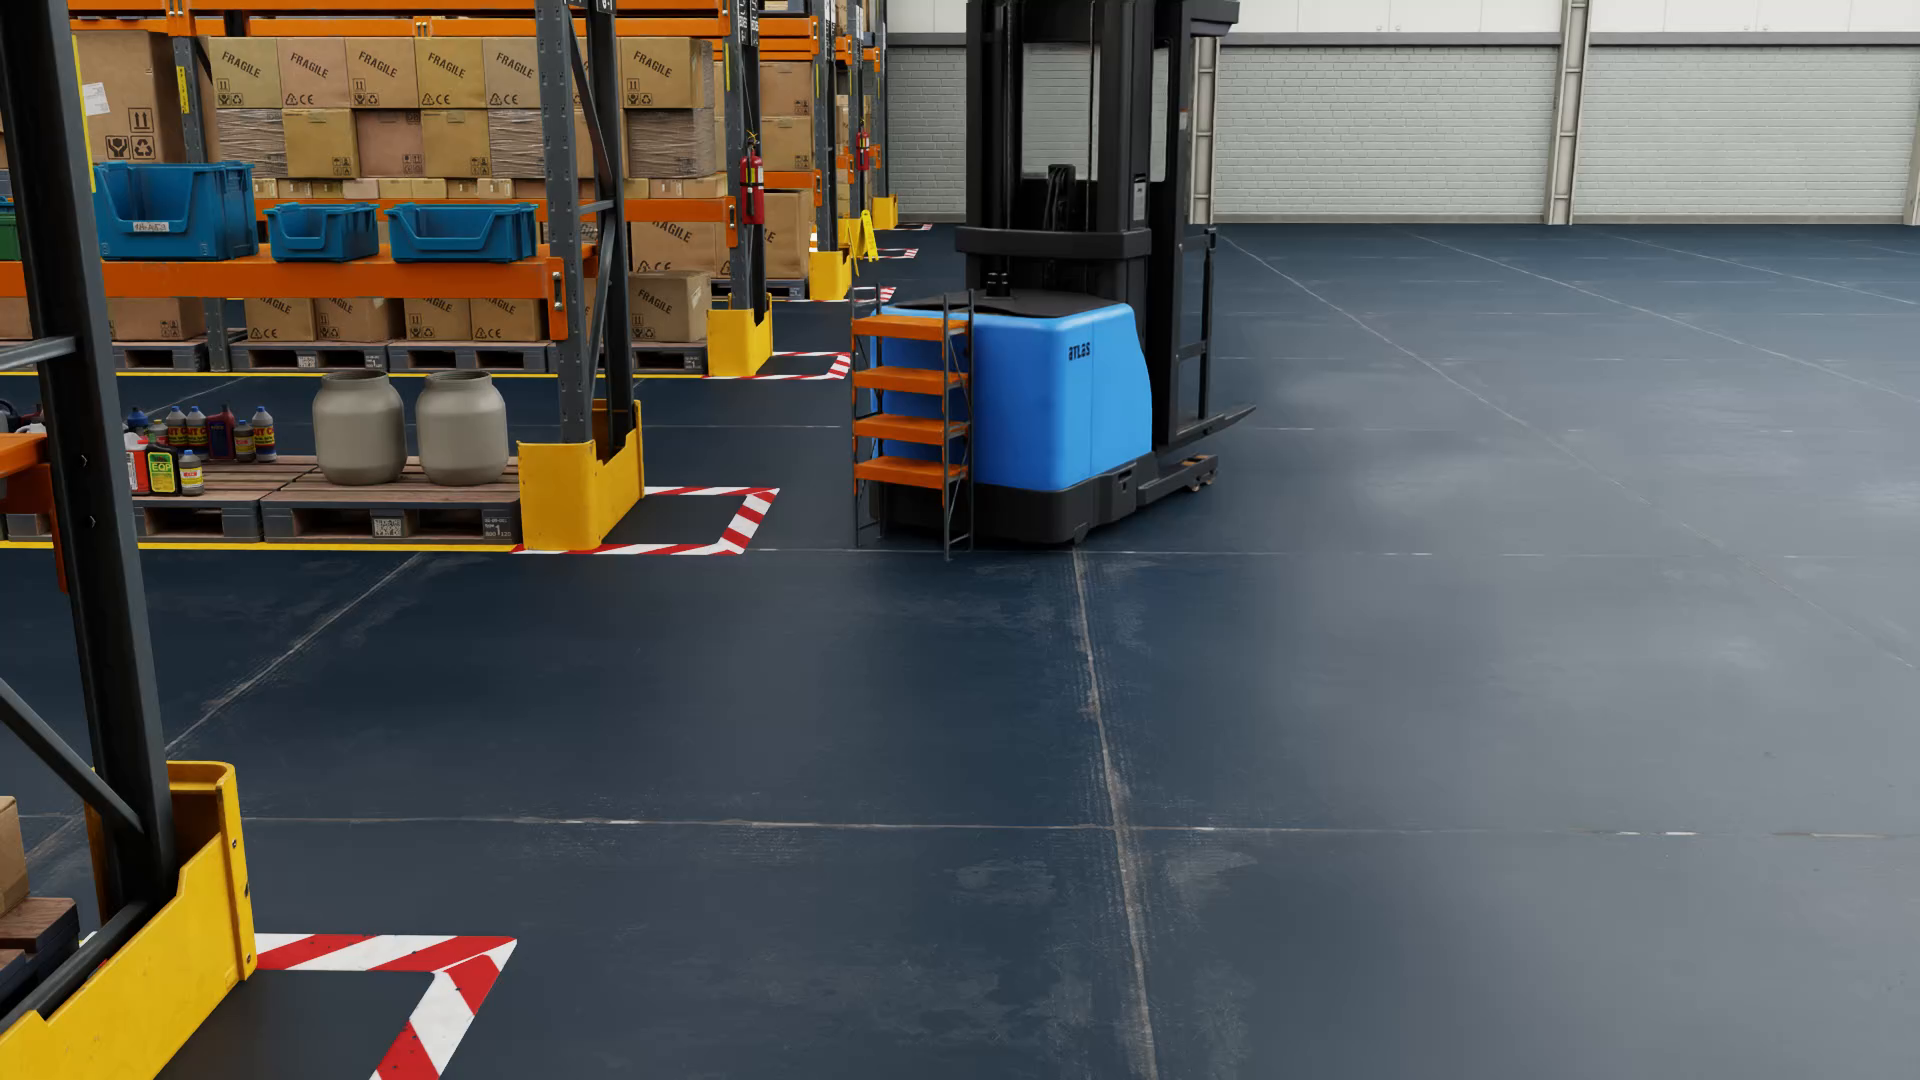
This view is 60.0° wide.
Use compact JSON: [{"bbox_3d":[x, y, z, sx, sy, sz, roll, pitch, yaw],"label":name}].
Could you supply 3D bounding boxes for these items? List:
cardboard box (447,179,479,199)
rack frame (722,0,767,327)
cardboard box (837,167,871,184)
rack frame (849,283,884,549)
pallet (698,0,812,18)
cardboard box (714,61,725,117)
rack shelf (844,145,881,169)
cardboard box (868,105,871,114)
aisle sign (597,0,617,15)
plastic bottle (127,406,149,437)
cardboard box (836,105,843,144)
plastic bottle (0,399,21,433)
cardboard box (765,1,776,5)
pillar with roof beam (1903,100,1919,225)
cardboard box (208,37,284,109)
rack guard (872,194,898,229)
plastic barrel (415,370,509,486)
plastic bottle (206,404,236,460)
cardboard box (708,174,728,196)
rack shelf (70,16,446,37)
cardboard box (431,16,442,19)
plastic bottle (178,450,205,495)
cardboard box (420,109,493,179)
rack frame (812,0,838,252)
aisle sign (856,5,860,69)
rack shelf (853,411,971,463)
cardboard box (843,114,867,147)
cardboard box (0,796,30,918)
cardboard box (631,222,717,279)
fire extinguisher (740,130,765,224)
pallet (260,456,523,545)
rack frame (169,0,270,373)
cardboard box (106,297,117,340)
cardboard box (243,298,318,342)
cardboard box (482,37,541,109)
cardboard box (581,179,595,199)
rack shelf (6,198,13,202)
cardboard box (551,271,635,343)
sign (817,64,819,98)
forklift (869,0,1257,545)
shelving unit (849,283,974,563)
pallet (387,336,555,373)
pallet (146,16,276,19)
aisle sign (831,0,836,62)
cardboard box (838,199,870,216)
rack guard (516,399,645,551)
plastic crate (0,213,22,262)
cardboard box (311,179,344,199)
[{"bbox_3d":[-3.675,-2.654,12.512,0.250,0.149,0.380,0,15,1],"label":"cardboard box"},{"bbox_3d":[-1.634,-2.824,12.664,0.127,3.000,1.000,0,15,1],"label":"rack frame"},{"bbox_3d":[-1.726,-5.898,26.920,0.500,0.250,0.500,1,15,3],"label":"cardboard box"},{"bbox_3d":[-0.427,-0.568,7.639,0.015,1.200,0.240,8,17,29],"label":"rack frame"},{"bbox_3d":[-2.148,-5.498,17.092,1.213,0.211,1.003,0,15,1],"label":"pallet"},{"bbox_3d":[-2.329,-4.675,17.270,0.550,0.550,0.875,0,15,1],"label":"cardboard box"},{"bbox_3d":[-3.257,-6.282,27.182,4.000,0.370,1.077,0,15,1],"label":"rack shelf"},{"bbox_3d":[-1.591,-7.047,27.204,0.250,0.149,0.380,0,15,0],"label":"cardboard box"},{"bbox_3d":[-1.681,-2.892,7.826,0.004,0.787,0.394,0,15,1],"label":"aisle sign"},{"bbox_3d":[-4.210,-0.550,8.530,0.097,0.271,0.097,0,15,0],"label":"plastic bottle"},{"bbox_3d":[-1.848,-5.617,22.472,0.500,0.500,0.500,0,15,1],"label":"cardboard box"},{"bbox_3d":[-4.916,-0.587,8.515,0.185,0.351,0.144,0,15,-1],"label":"plastic bottle"},{"bbox_3d":[-2.491,-7.016,21.602,0.250,0.149,0.380,0,15,2],"label":"cardboard box"},{"bbox_3d":[15.953,-8.537,22.558,0.400,9.000,9.100,0,15,1],"label":"pillar with roof beam"},{"bbox_3d":[-5.190,-3.458,12.327,0.500,0.500,0.500,0,15,1],"label":"cardboard box"},{"bbox_3d":[-1.234,-5.408,27.359,0.348,0.500,1.175,0,15,1],"label":"rack guard"},{"bbox_3d":[-2.421,-0.546,8.082,0.421,0.512,0.421,0,15,0],"label":"plastic barrel"},{"bbox_3d":[-3.791,-0.558,8.536,0.133,0.283,0.061,1,15,2],"label":"plastic bottle"},{"bbox_3d":[-1.913,-2.765,12.933,0.250,0.149,0.380,0,15,1],"label":"cardboard box"},{"bbox_3d":[-7.405,-5.230,17.313,4.000,0.370,1.077,0,15,1],"label":"rack shelf"},{"bbox_3d":[-6.983,-6.933,21.830,0.500,0.250,0.500,1,15,2],"label":"cardboard box"},{"bbox_3d":[-3.608,-0.321,7.799,0.097,0.201,0.097,0,15,0],"label":"plastic bottle"},{"bbox_3d":[-3.685,-3.020,12.627,0.500,0.500,0.875,0,15,1],"label":"cardboard box"},{"bbox_3d":[-1.407,-4.088,17.456,0.127,3.000,1.000,0,15,1],"label":"rack frame"},{"bbox_3d":[-1.327,-6.534,21.629,0.004,0.787,0.394,0,15,1],"label":"aisle sign"},{"bbox_3d":[-0.216,-0.471,7.537,0.480,0.148,0.258,8,17,29],"label":"rack shelf"},{"bbox_3d":[-1.757,-6.602,26.786,0.500,0.500,0.500,0,15,0],"label":"cardboard box"},{"bbox_3d":[-2.421,0.769,3.614,0.500,0.250,0.500,0,15,1],"label":"cardboard box"},{"bbox_3d":[-2.966,-3.257,17.646,0.875,0.875,0.875,0,15,1],"label":"cardboard box"},{"bbox_3d":[-1.532,-2.668,12.225,0.183,0.674,0.296,0,15,1],"label":"fire extinguisher"},{"bbox_3d":[-2.650,-0.208,8.214,1.213,0.211,1.003,0,15,1],"label":"pallet"},{"bbox_3d":[-5.633,-2.850,12.763,0.127,3.000,1.000,0,15,1],"label":"rack frame"},{"bbox_3d":[-6.722,-1.872,13.091,0.500,0.500,0.700,0,15,1],"label":"cardboard box"},{"bbox_3d":[-5.234,-1.832,12.979,0.500,0.500,0.500,0,15,0],"label":"cardboard box"},{"bbox_3d":[-3.190,-3.446,12.282,0.500,0.500,0.500,0,15,1],"label":"cardboard box"},{"bbox_3d":[-2.675,-2.648,12.488,0.250,0.149,0.380,0,15,1],"label":"cardboard box"},{"bbox_3d":[-7.632,-2.515,12.904,4.000,0.370,1.077,0,15,1],"label":"rack shelf"},{"bbox_3d":[-2.856,-1.822,12.942,0.500,0.500,0.500,4,15,16],"label":"cardboard box"},{"bbox_3d":[-1.434,-4.624,16.754,0.005,0.325,0.100,0,15,1],"label":"sign"},{"bbox_3d":[0.740,-1.722,8.622,1.130,2.935,3.031,8,17,29],"label":"forklift"},{"bbox_3d":[-0.216,-0.536,7.520,0.503,1.200,0.258,8,17,29],"label":"shelving unit"},{"bbox_3d":[-3.738,-1.499,13.108,1.213,0.211,1.003,0,15,1],"label":"pallet"},{"bbox_3d":[-7.641,-5.502,17.305,1.213,0.211,1.003,1,15,4],"label":"pallet"},{"bbox_3d":[-1.328,-5.421,17.412,0.004,0.787,0.394,0,15,1],"label":"aisle sign"},{"bbox_3d":[-1.736,-5.413,27.044,0.500,0.250,0.500,0,15,2],"label":"cardboard box"},{"bbox_3d":[-1.838,-0.341,8.152,0.348,0.500,1.175,0,15,1],"label":"rack guard"},{"bbox_3d":[-4.410,-1.404,7.696,0.662,0.188,0.450,0,15,1],"label":"plastic crate"},{"bbox_3d":[-4.675,-2.652,12.503,0.250,0.149,0.380,0,15,1],"label":"cardboard box"}]
